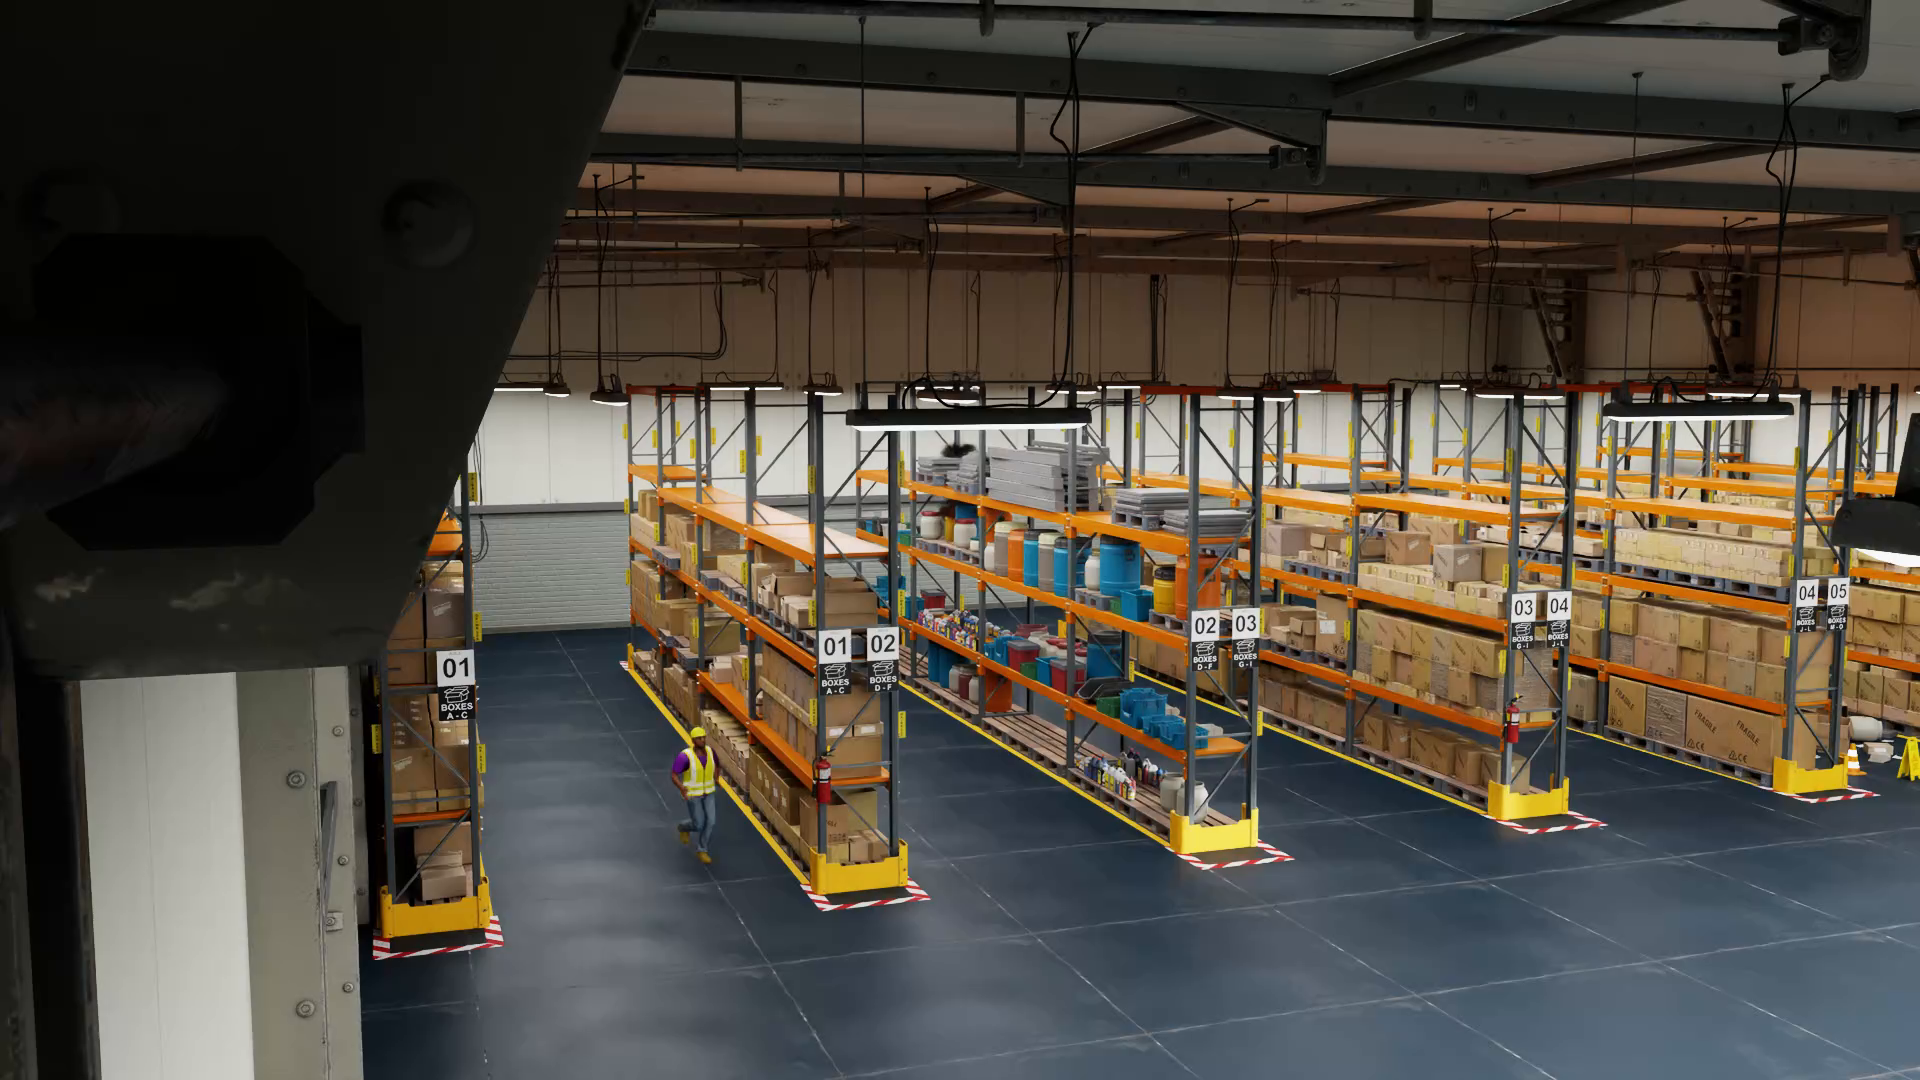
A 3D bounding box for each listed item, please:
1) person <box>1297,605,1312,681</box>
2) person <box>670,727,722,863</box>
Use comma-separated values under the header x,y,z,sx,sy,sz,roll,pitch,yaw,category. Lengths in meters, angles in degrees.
x,y,z,sx,sy,sz,roll,pitch,yaw,category
6.692,2.111,32.853,0.604,1.669,0.893,-3,6,-25,person
-3.393,3.269,21.520,0.710,1.737,0.654,-4,7,-36,person
